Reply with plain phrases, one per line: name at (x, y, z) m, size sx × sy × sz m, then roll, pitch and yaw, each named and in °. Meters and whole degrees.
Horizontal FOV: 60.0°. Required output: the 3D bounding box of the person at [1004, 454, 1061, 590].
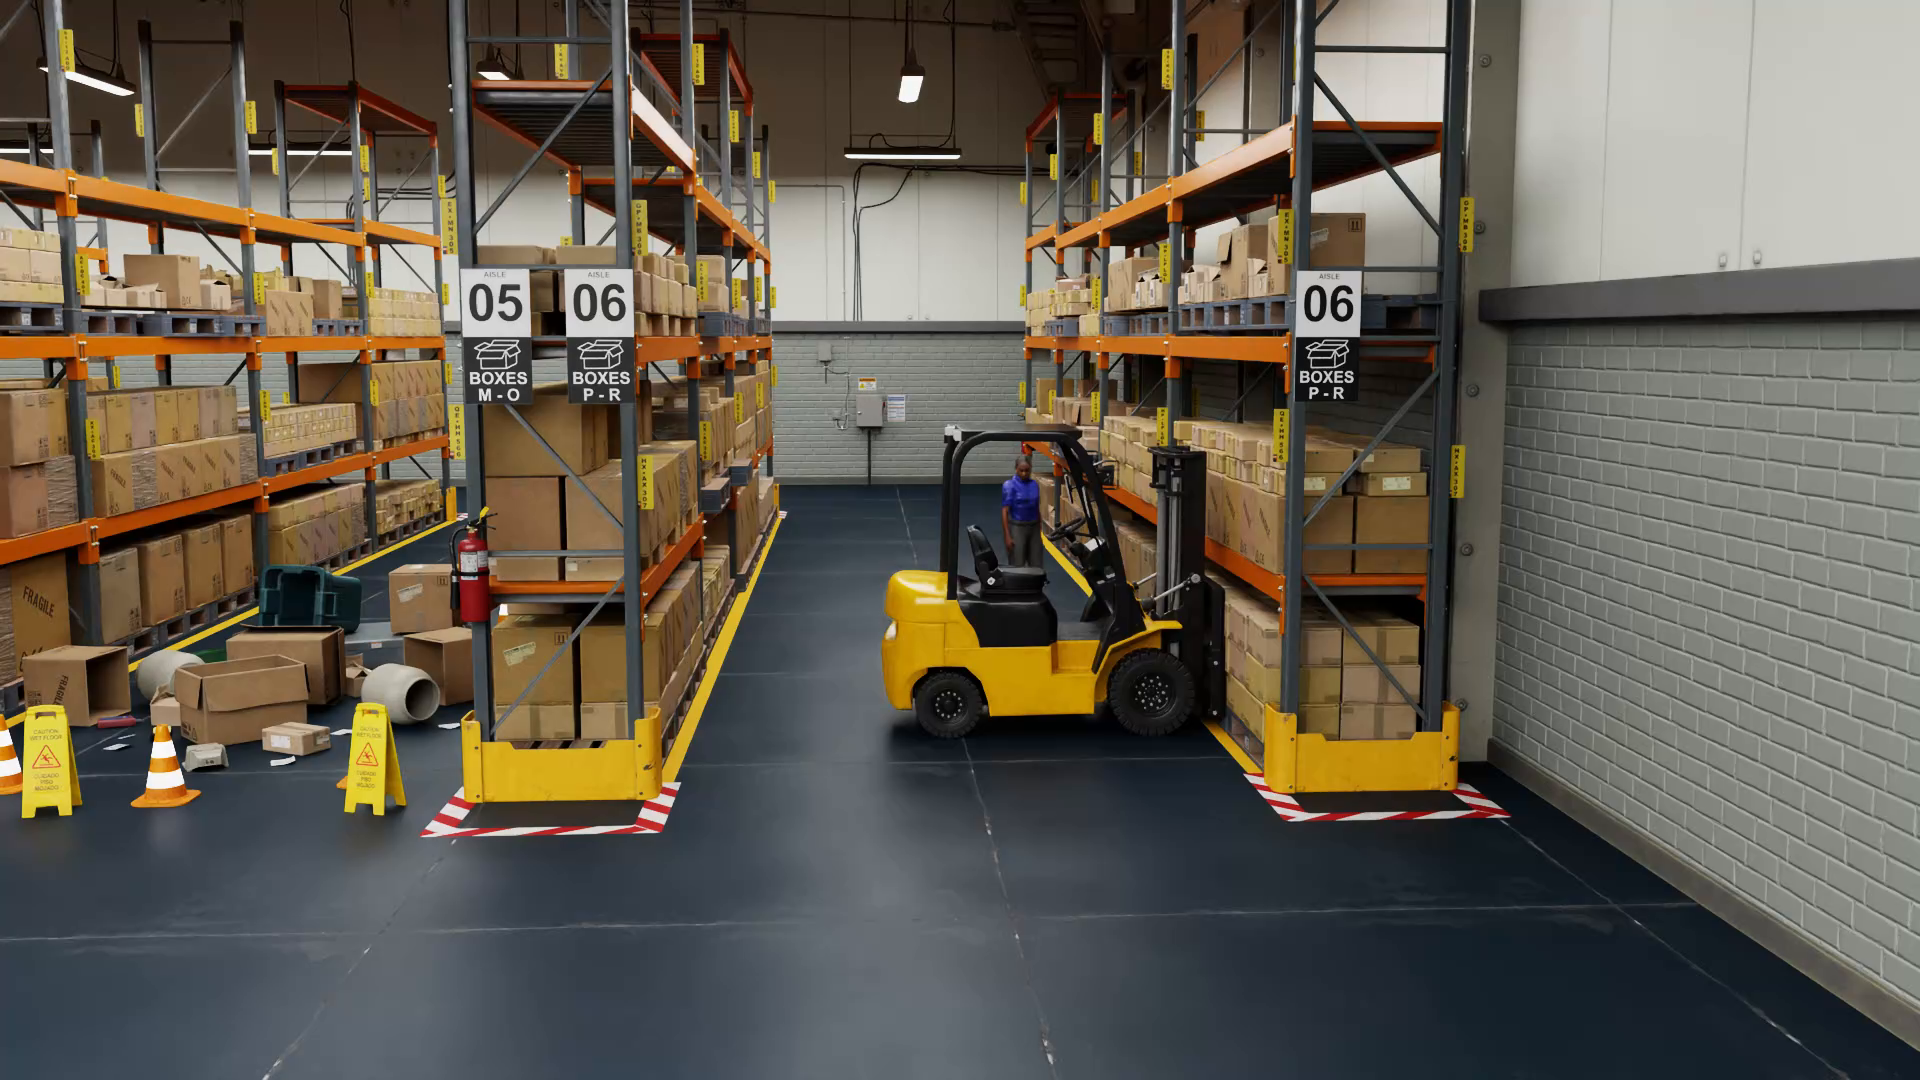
person at (0.713, -0.023, 16.489) m, size 0.542 × 1.670 × 0.324 m, roll -2°, pitch 7°, yaw -17°
